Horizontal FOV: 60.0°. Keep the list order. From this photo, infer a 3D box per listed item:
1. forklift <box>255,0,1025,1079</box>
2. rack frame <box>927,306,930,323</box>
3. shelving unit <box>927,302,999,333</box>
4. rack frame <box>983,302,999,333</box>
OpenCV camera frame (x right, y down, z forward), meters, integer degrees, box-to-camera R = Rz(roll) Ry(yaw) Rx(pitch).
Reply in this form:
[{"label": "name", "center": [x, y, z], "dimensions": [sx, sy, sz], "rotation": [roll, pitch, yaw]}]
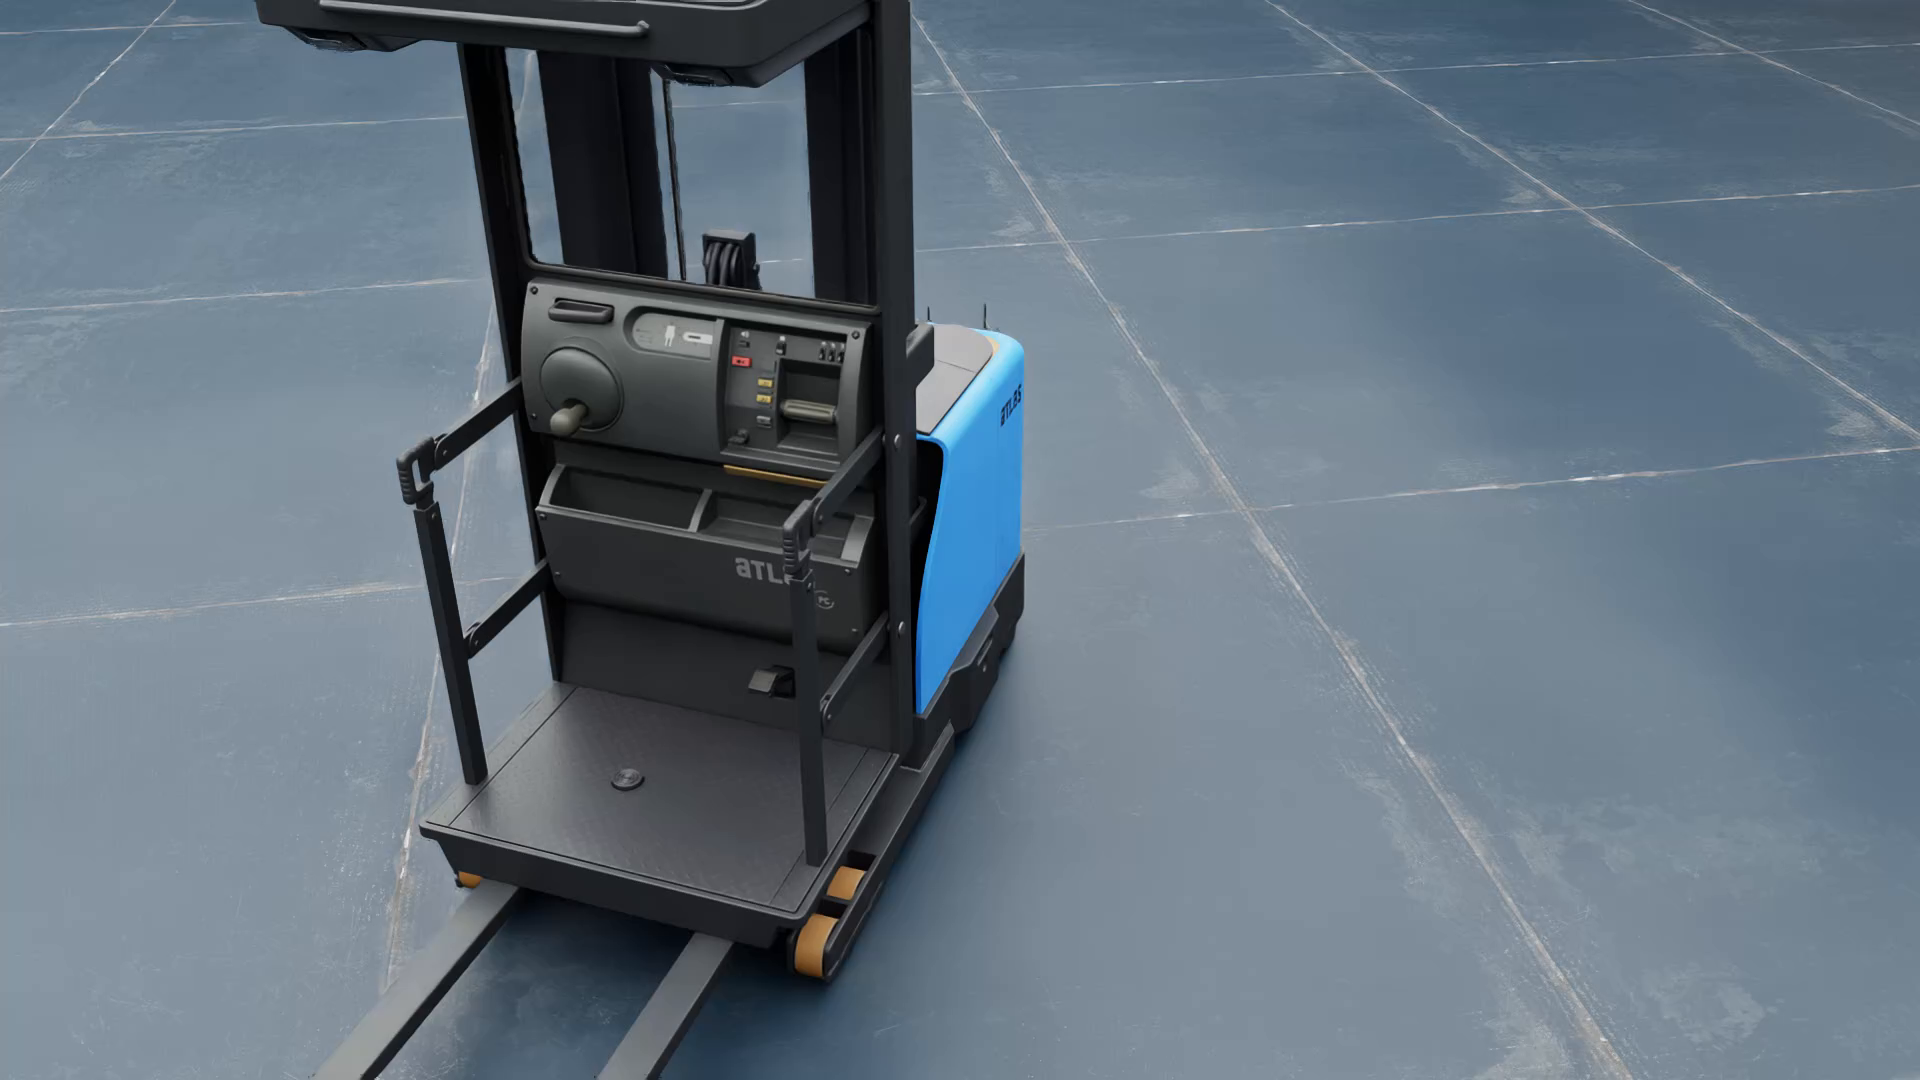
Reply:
[{"label": "forklift", "center": [-0.741, -0.359, 3.969], "dimensions": [1.130, 2.935, 3.031], "rotation": [10, 32, 16]}, {"label": "rack frame", "center": [-0.092, -0.379, 6.007], "dimensions": [0.006, 0.900, 0.240], "rotation": [-5, 31, -9]}, {"label": "shelving unit", "center": [0.008, -0.389, 6.023], "dimensions": [0.210, 0.900, 0.258], "rotation": [-5, 31, -9]}, {"label": "rack frame", "center": [0.108, -0.398, 6.039], "dimensions": [0.006, 0.900, 0.240], "rotation": [-5, 31, -9]}]
